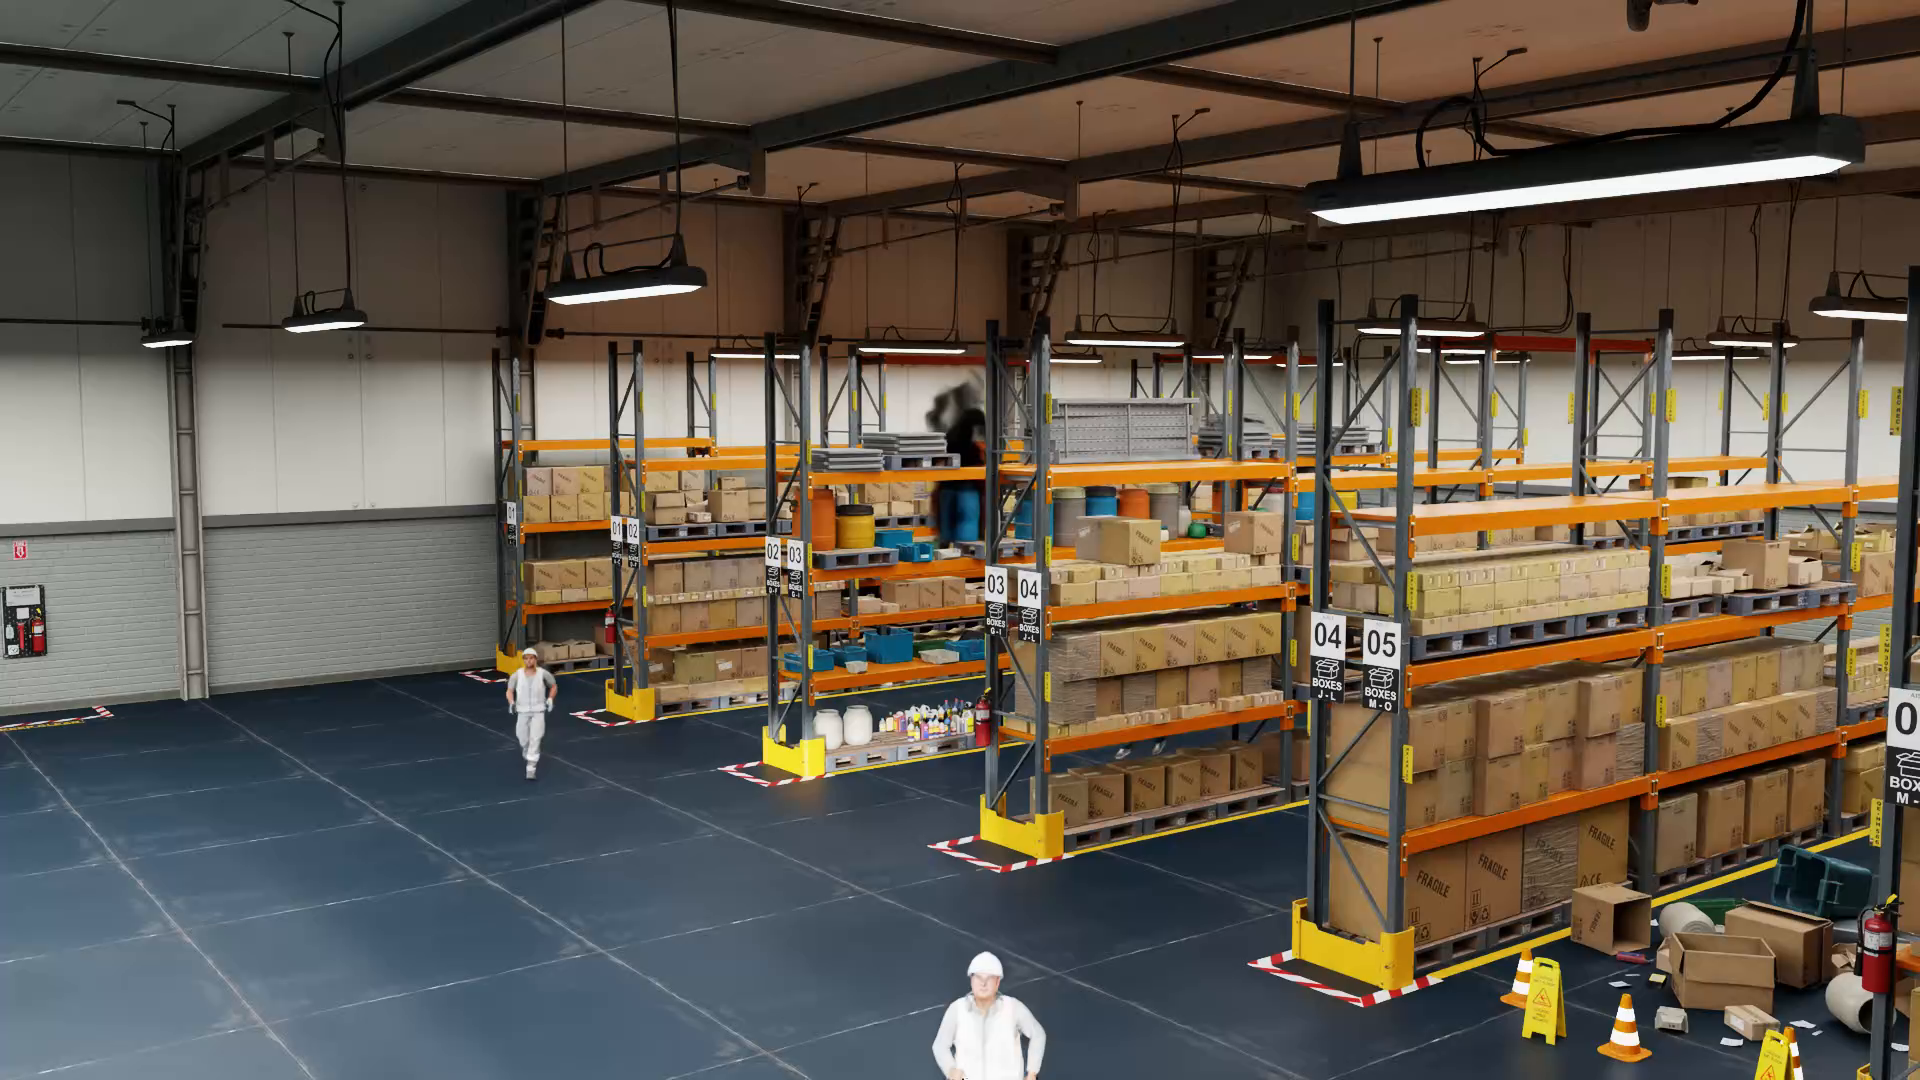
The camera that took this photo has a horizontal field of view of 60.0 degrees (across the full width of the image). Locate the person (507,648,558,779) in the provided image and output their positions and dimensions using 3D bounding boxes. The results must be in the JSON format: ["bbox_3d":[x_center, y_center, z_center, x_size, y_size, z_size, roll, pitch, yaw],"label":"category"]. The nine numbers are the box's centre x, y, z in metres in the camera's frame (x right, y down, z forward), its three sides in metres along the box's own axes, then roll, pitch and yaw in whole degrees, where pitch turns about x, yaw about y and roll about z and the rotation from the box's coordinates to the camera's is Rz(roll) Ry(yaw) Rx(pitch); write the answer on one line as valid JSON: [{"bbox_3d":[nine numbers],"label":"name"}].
[{"bbox_3d":[-5.790,2.331,22.518,0.670,1.749,0.773,-1,5,-12],"label":"person"}]

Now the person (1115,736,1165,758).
[{"bbox_3d":[2.416,2.213,22.267,0.819,1.390,0.531,-4,6,-39],"label":"person"}]

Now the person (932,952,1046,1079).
[{"bbox_3d":[0.168,3.406,10.244,0.698,1.735,0.591,1,5,7],"label":"person"}]
